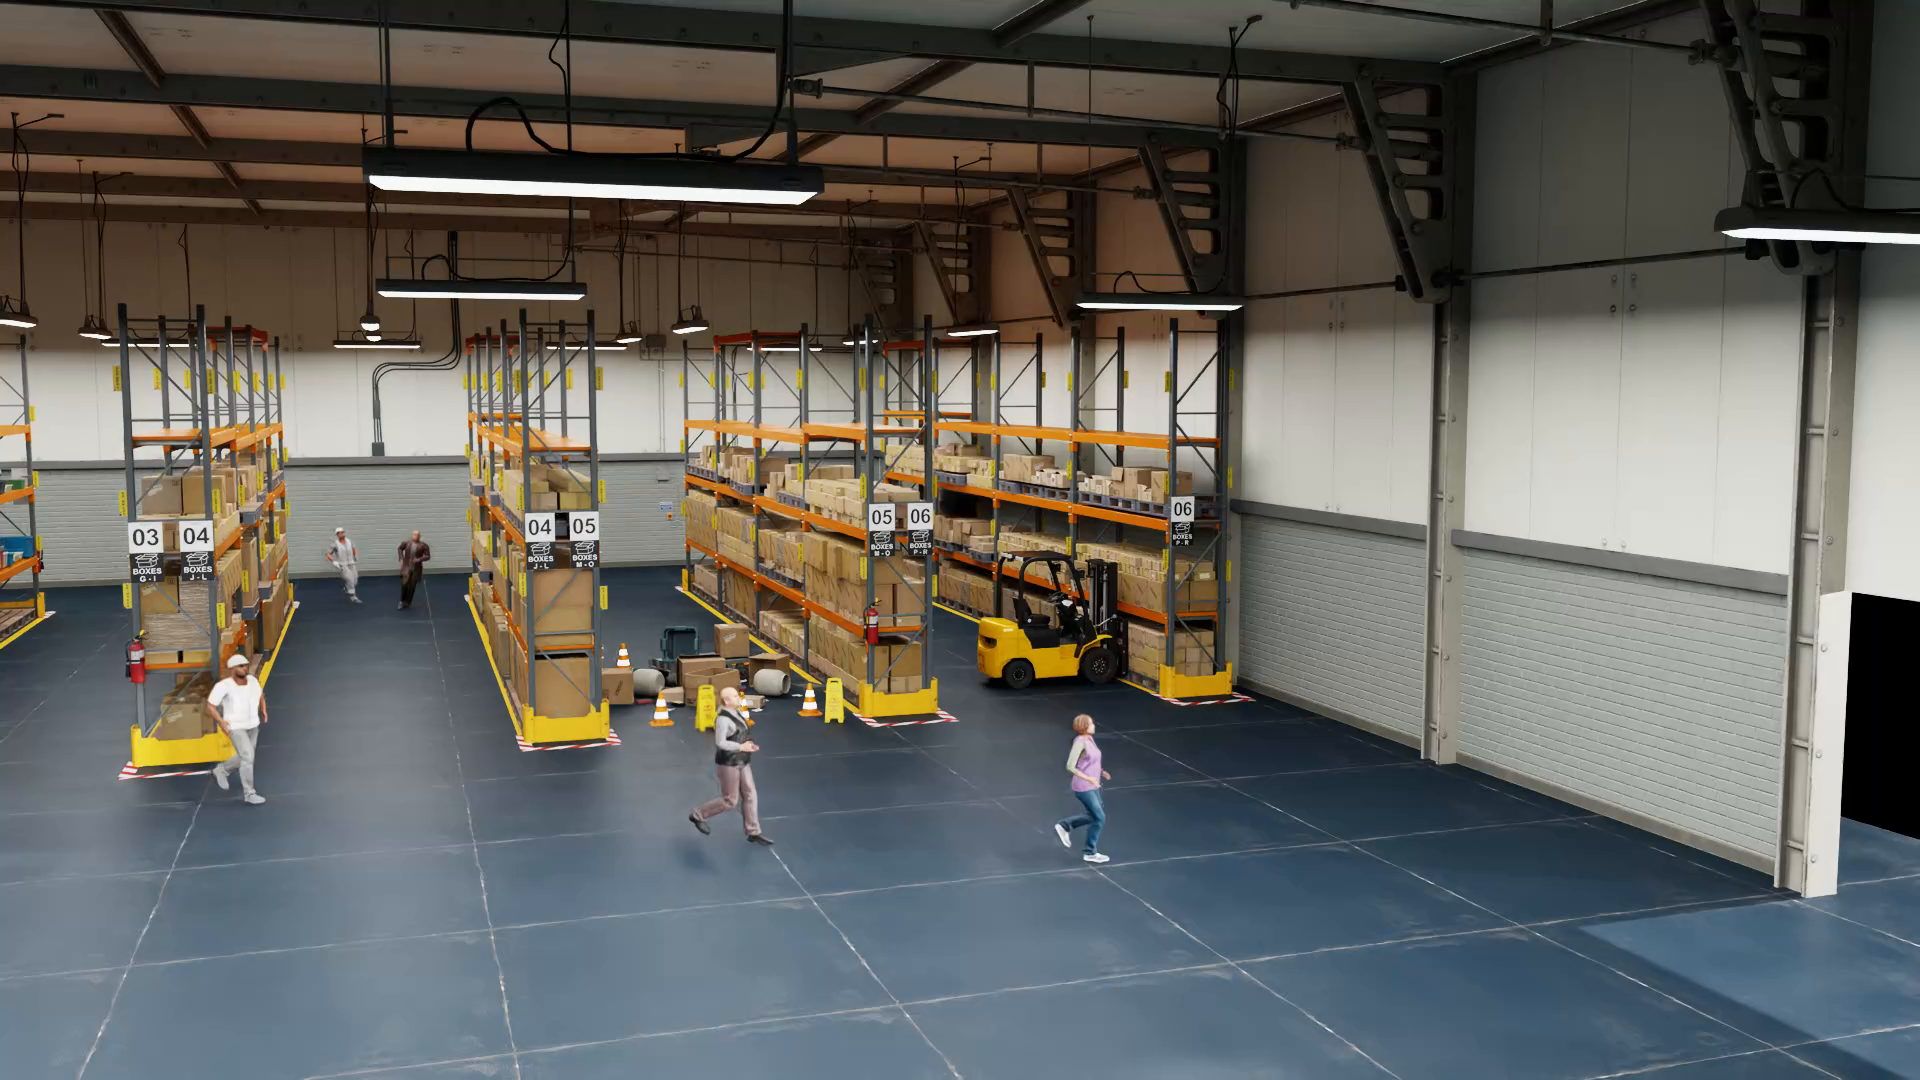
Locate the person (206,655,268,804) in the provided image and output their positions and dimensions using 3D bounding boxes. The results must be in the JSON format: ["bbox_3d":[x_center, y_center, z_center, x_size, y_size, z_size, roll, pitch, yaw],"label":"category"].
[{"bbox_3d":[-8.608,2.228,19.846,0.878,1.760,0.709,3,6,26],"label":"person"}]

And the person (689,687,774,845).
[{"bbox_3d":[-2.470,2.441,17.968,0.936,1.717,0.661,1,6,12],"label":"person"}]

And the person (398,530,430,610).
[{"bbox_3d":[-12.051,0.656,36.686,0.720,1.761,0.717,-2,6,-16],"label":"person"}]

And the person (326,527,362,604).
[{"bbox_3d":[-13.933,0.574,37.583,0.704,1.726,0.719,5,7,40],"label":"person"}]

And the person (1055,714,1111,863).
[{"bbox_3d":[1.266,2.584,17.378,0.608,1.549,0.538,2,6,20],"label":"person"}]
